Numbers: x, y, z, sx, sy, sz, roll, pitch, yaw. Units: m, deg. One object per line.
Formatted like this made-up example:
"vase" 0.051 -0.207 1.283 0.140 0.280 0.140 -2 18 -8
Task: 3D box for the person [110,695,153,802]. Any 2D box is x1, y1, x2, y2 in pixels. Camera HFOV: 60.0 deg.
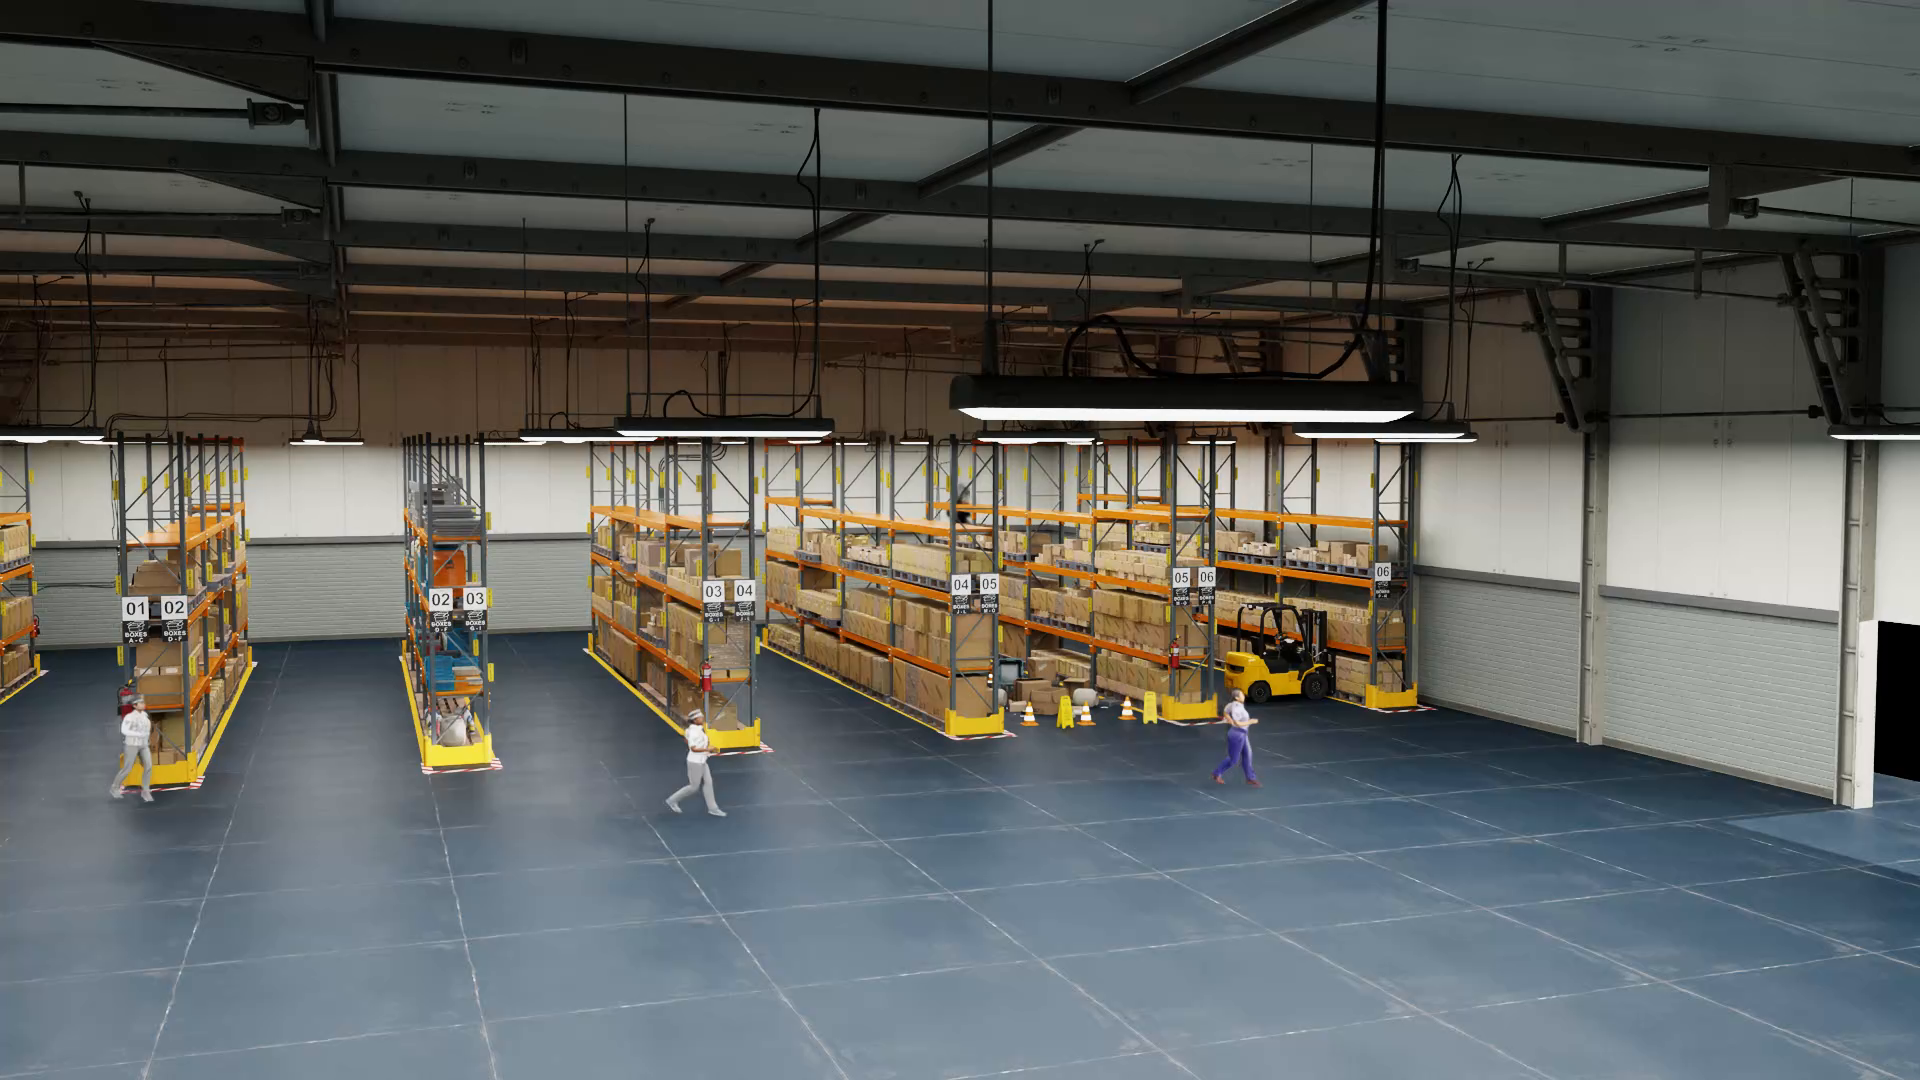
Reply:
"person" -13.370 3.368 27.006 0.819 1.713 0.648 1 3 18

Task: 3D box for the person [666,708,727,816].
"person" -4.069 3.436 25.651 0.923 1.699 0.579 0 3 0

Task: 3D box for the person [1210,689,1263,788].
"person" 4.652 3.335 27.940 0.886 1.670 0.602 1 3 13

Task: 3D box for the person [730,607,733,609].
"person" -6.845 2.250 48.209 0.633 1.700 0.669 1 3 11
